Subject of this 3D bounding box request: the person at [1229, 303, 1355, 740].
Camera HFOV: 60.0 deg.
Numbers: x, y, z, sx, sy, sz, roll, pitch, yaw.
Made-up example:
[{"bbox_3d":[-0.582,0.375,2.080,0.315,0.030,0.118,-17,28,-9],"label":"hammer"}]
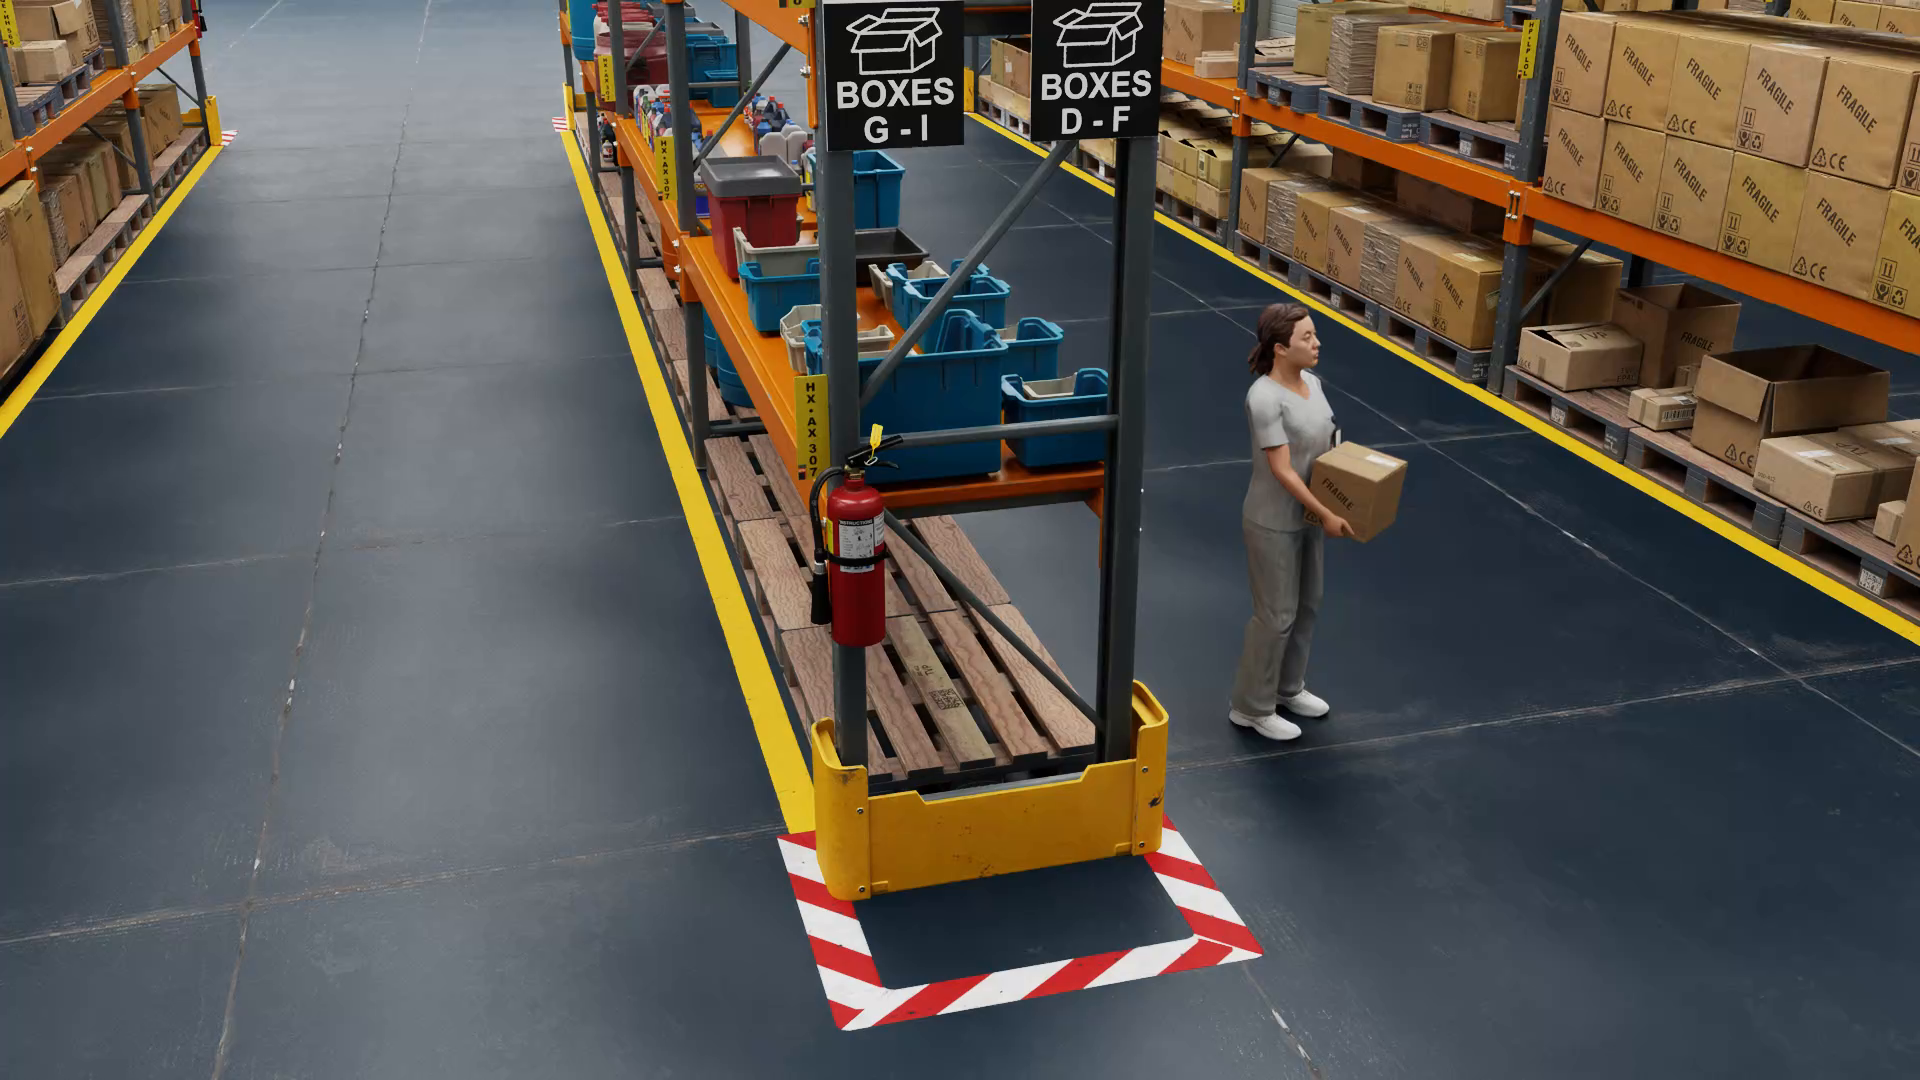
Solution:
[{"bbox_3d":[1.282,-0.056,6.243,0.553,1.662,0.438,17,28,35],"label":"person"}]
